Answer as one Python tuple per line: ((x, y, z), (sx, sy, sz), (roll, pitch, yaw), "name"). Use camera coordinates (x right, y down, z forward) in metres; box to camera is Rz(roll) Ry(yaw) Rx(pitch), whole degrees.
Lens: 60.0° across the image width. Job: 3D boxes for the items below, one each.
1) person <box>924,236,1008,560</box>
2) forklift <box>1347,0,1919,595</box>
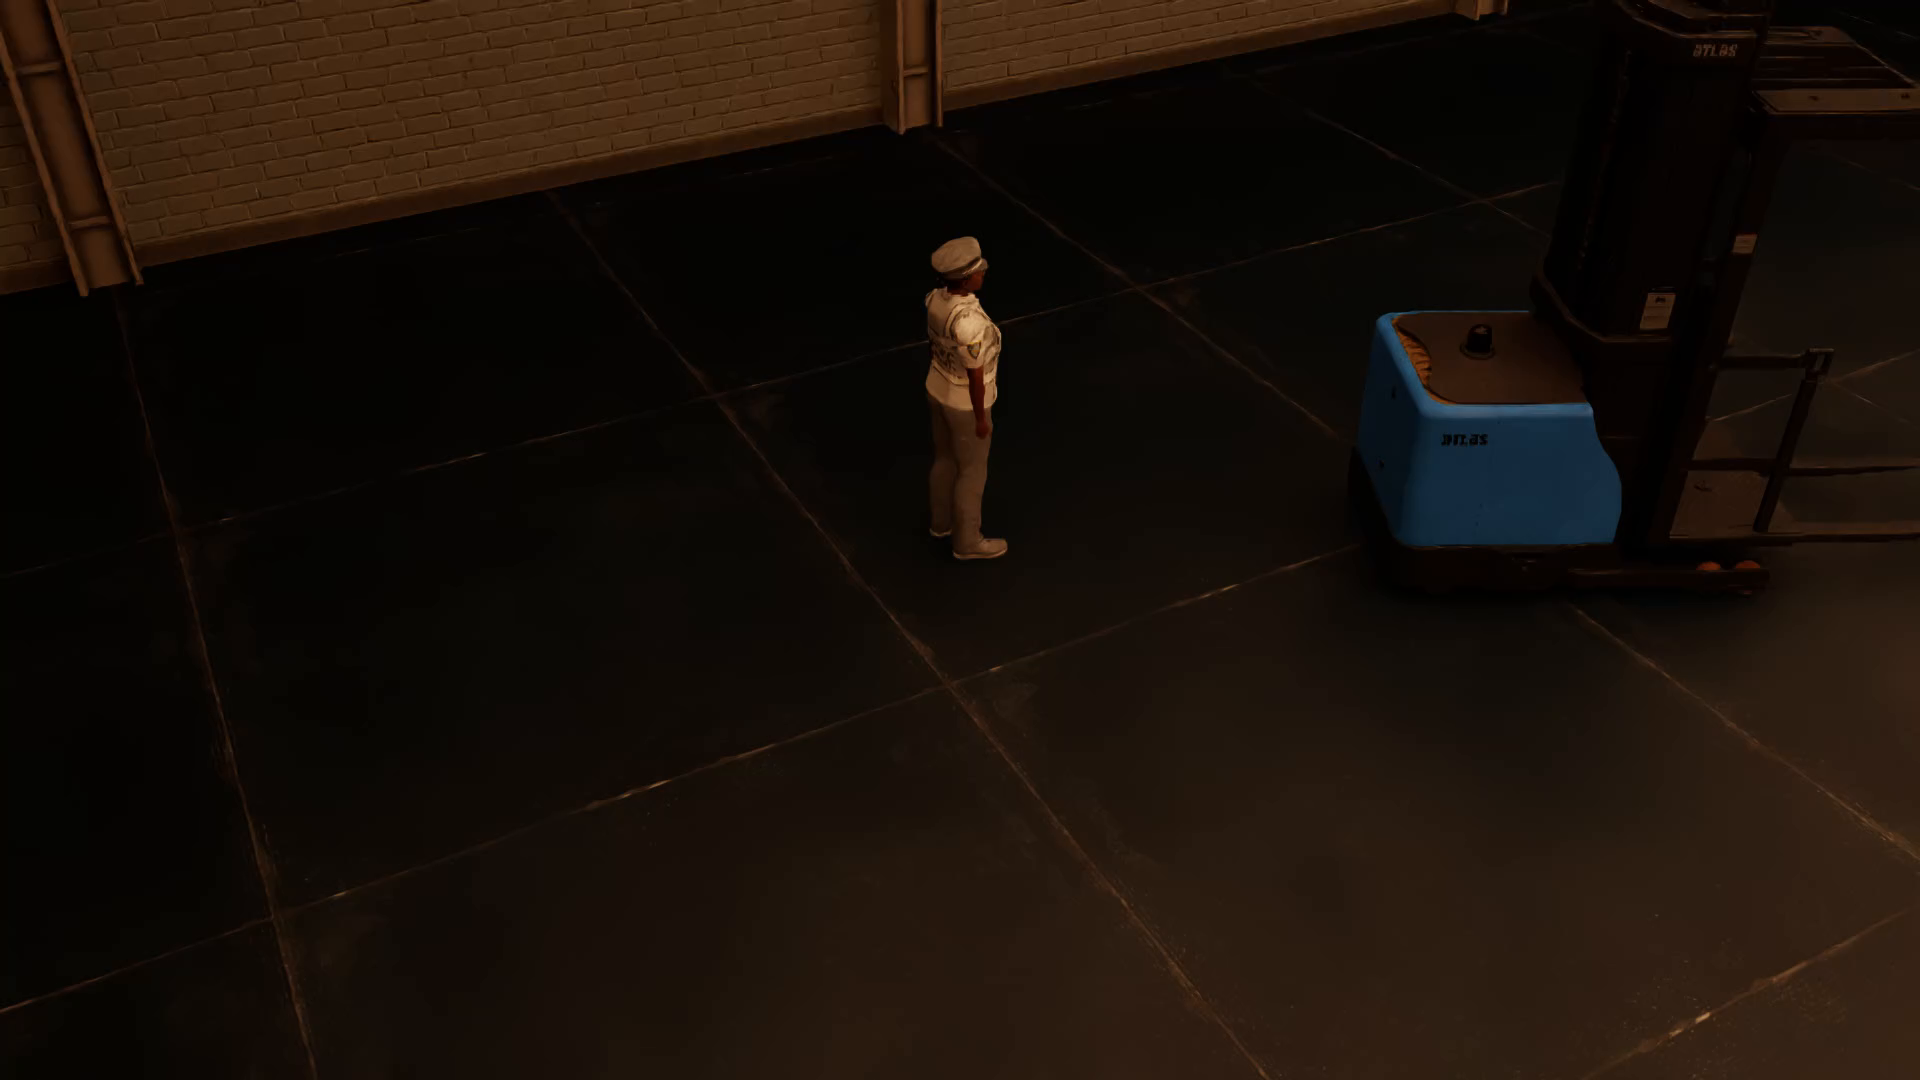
((0.021, -0.691, 8.178), (0.338, 1.692, 0.446), (-17, 39, -23), "person")
((3.619, -1.230, 7.864), (3.031, 2.935, 1.130), (-1, 35, -1), "forklift")
